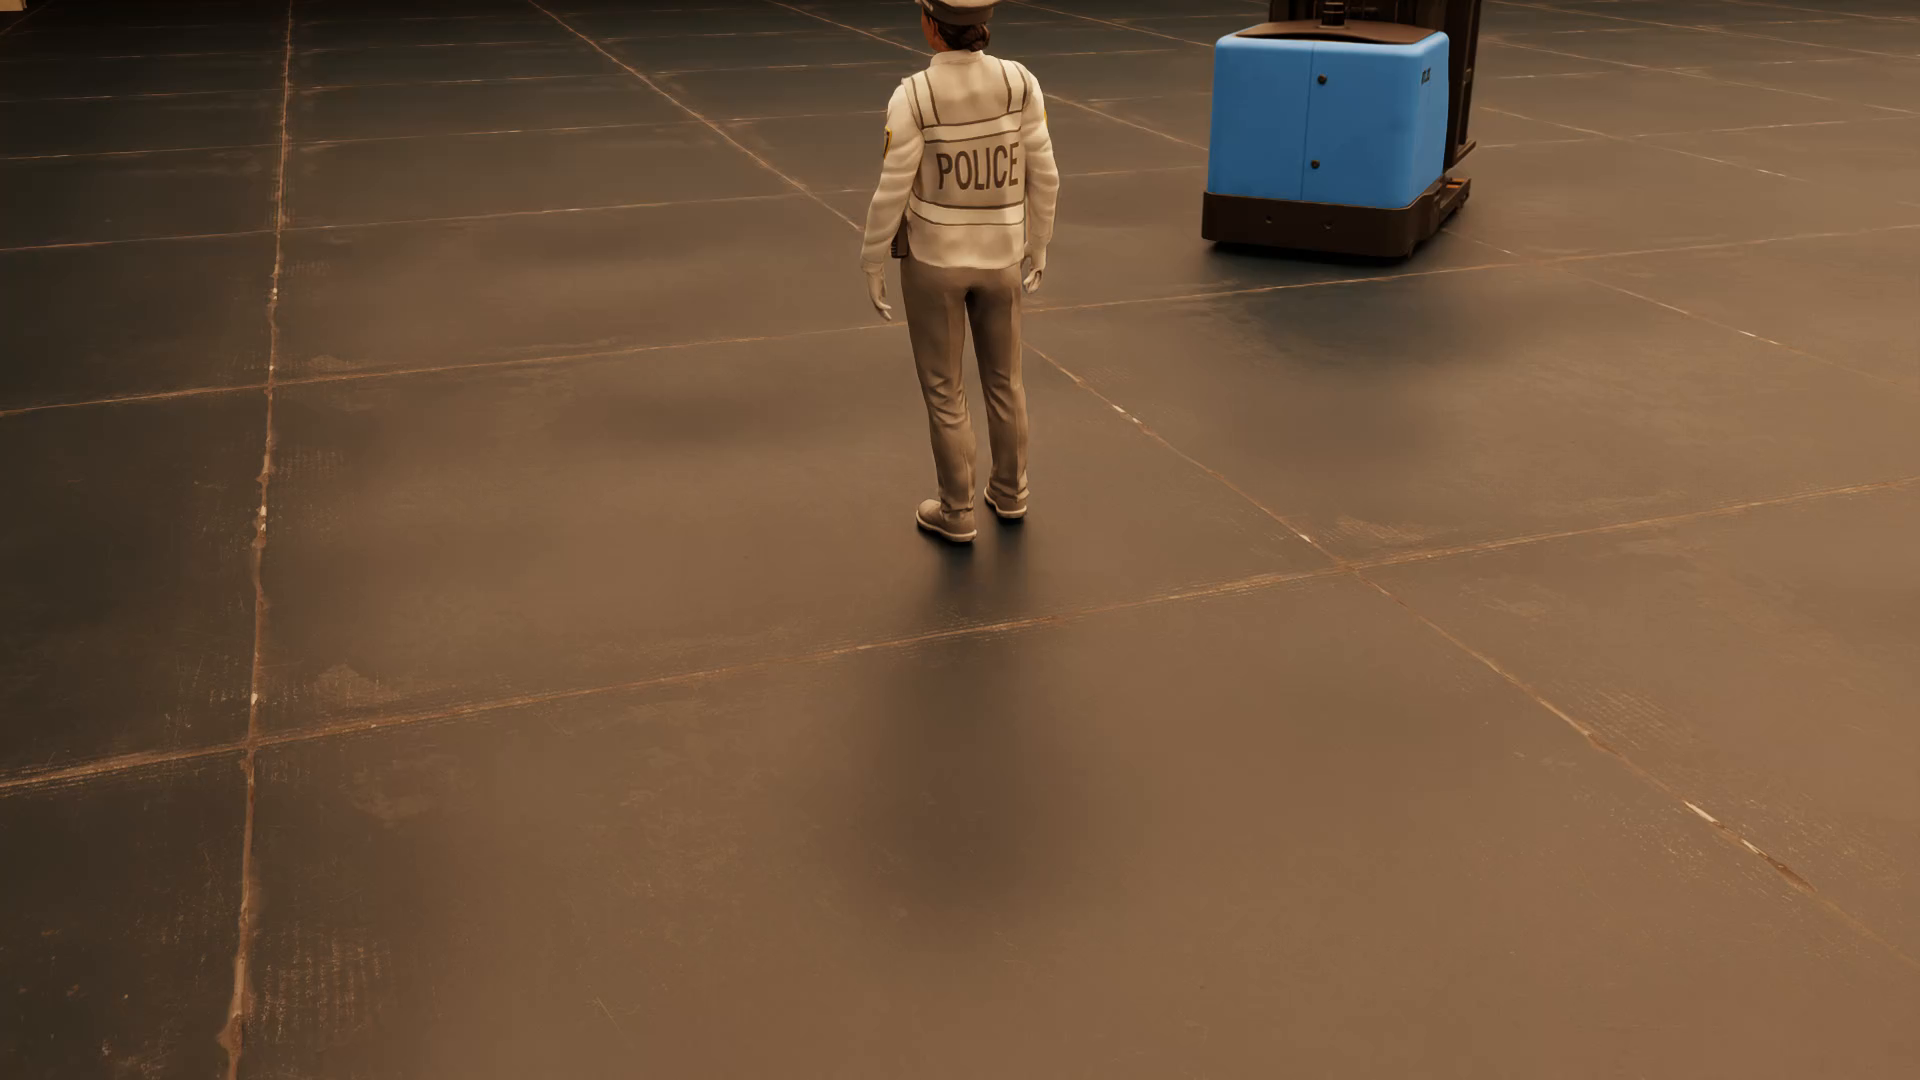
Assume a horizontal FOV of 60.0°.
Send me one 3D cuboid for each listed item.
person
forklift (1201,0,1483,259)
[{"bbox_3d":[-0.017,-0.814,4.809,0.588,1.695,0.531,-8,24,-18],"label":"person"},{"bbox_3d":[2.330,-3.285,9.109,1.130,2.935,3.031,10,25,23],"label":"forklift"}]
